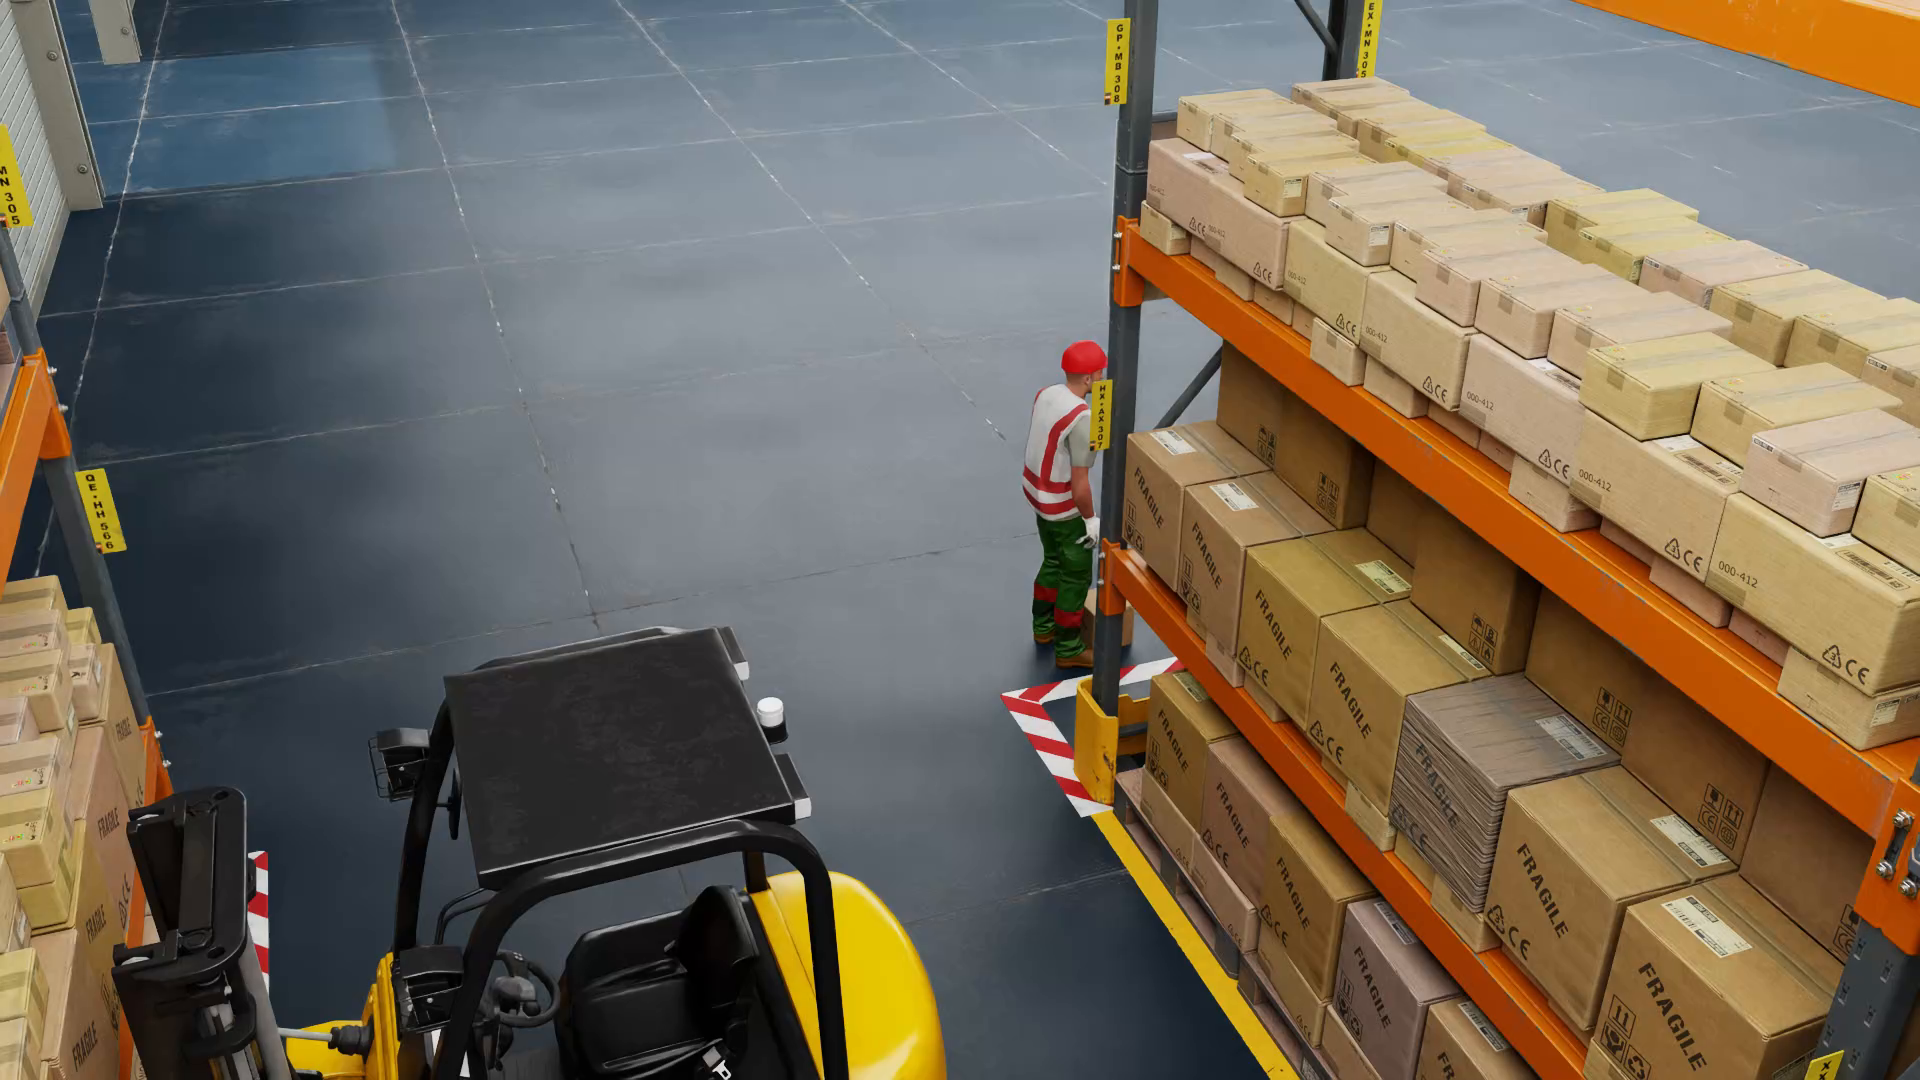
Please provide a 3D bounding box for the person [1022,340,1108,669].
[{"bbox_3d":[0.571,-0.194,8.674,0.454,1.779,0.610,-11,31,-18],"label":"person"}]
